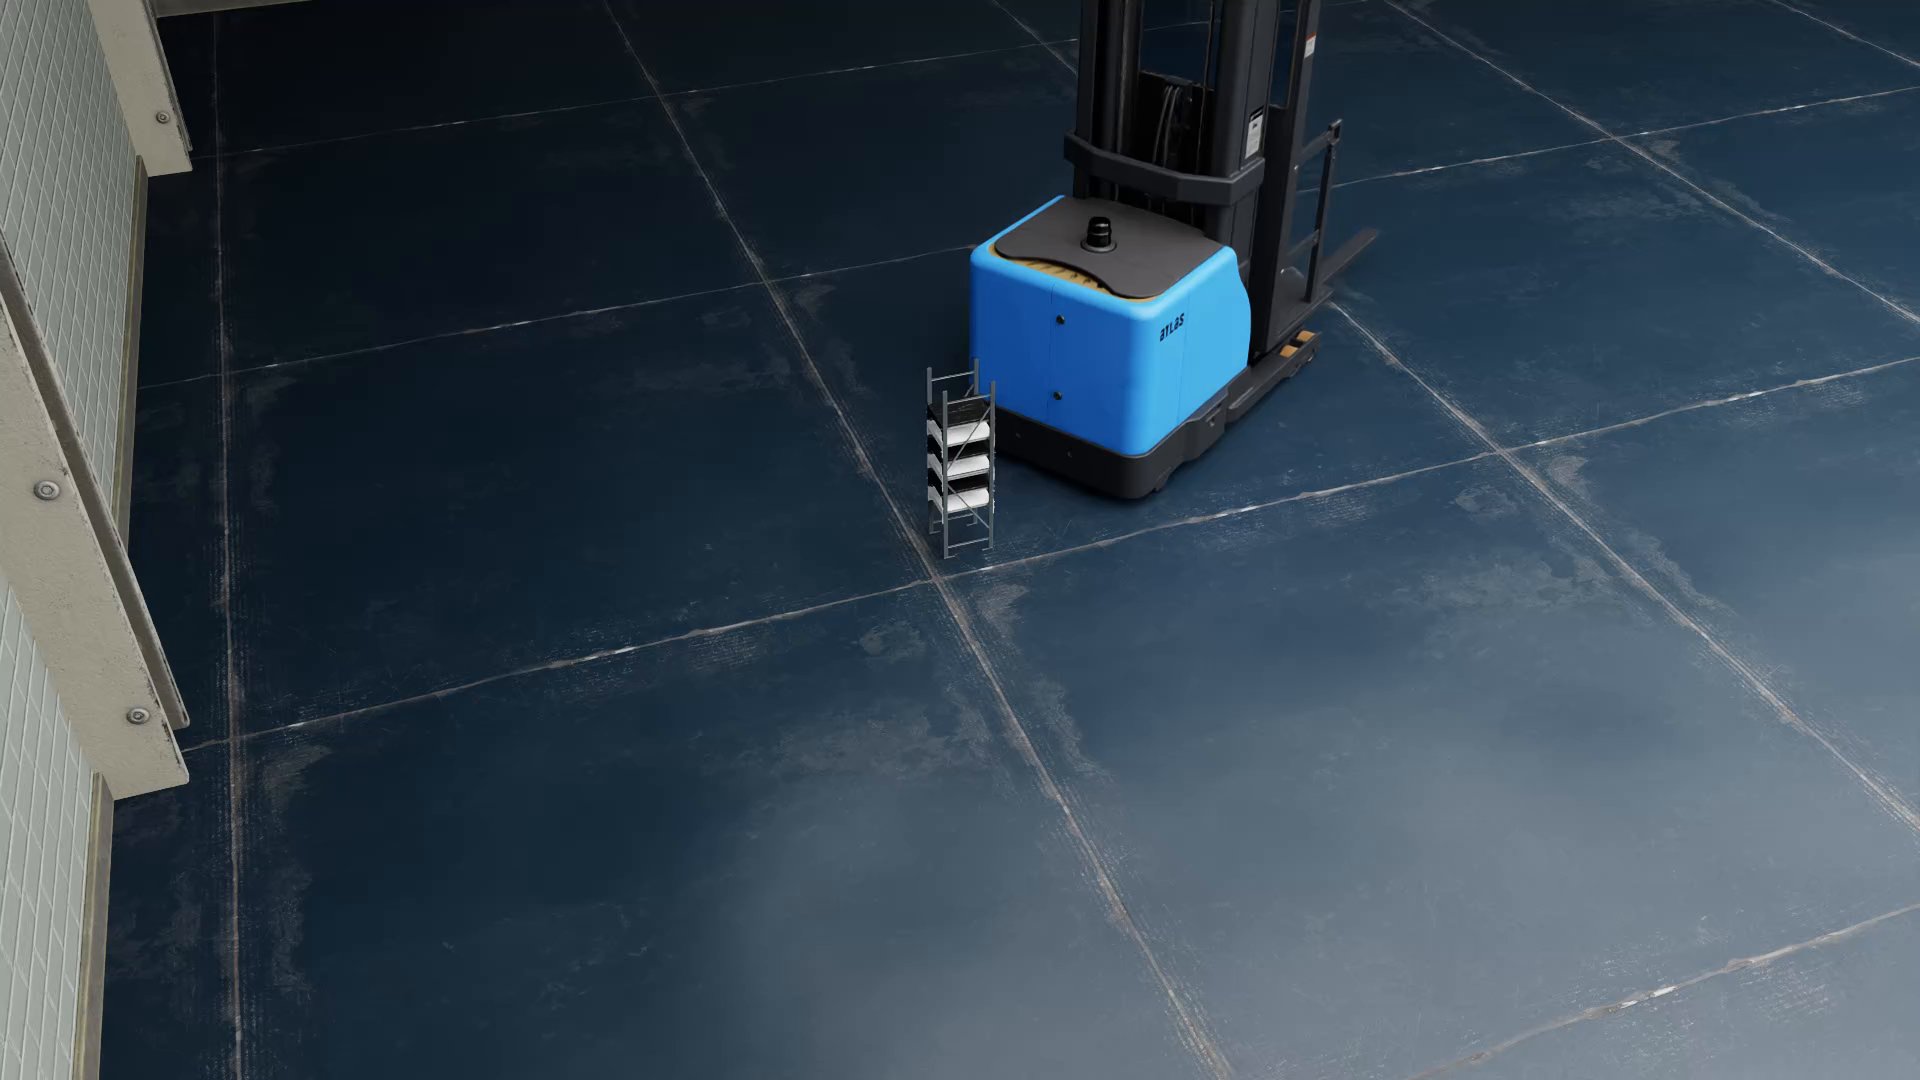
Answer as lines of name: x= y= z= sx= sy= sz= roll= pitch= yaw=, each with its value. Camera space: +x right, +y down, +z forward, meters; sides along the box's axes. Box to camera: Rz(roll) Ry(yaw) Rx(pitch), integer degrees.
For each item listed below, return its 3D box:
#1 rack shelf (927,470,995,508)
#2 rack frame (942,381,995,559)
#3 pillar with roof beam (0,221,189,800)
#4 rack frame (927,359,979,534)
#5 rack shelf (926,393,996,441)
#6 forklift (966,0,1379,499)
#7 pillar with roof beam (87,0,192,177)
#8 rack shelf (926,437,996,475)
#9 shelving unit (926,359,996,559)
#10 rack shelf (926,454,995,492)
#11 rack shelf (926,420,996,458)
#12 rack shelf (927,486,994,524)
rack shelf: x=0.003 y=-0.256 z=7.547 sx=0.258 sy=0.077 sz=0.200 roll=-12 pitch=39 yaw=-16
rack frame: x=0.038 y=-0.297 z=7.397 sx=0.240 sy=0.900 sz=0.006 roll=-12 pitch=39 yaw=-16
pillar with roof beam: x=0.818 y=-3.618 z=5.074 sx=9.100 sy=9.000 sz=0.400 roll=-12 pitch=39 yaw=-16
rack frame: x=-0.032 y=-0.412 z=7.549 sx=0.240 sy=0.900 sz=0.006 roll=-12 pitch=39 yaw=-16
rack shelf: x=0.003 y=-0.544 z=7.331 sx=0.258 sy=0.077 sz=0.200 roll=-12 pitch=39 yaw=-16
forklift: x=1.306 y=-2.203 z=8.238 sx=1.130 sy=2.935 sz=3.031 roll=24 pitch=43 yaw=28
pillar with roof beam: x=-1.247 y=-7.007 z=9.574 sx=9.100 sy=9.000 sz=0.400 roll=-12 pitch=39 yaw=-16
rack shelf: x=0.003 y=-0.400 z=7.439 sx=0.258 sy=0.077 sz=0.200 roll=-12 pitch=39 yaw=-16
shelving unit: x=0.003 y=-0.355 z=7.473 sx=0.258 sy=0.900 sz=0.210 roll=-12 pitch=39 yaw=-16
rack shelf: x=0.003 y=-0.328 z=7.493 sx=0.258 sy=0.077 sz=0.200 roll=-12 pitch=39 yaw=-16
rack shelf: x=0.003 y=-0.472 z=7.385 sx=0.258 sy=0.077 sz=0.200 roll=-12 pitch=39 yaw=-16
rack shelf: x=0.003 y=-0.184 z=7.602 sx=0.258 sy=0.077 sz=0.200 roll=-12 pitch=39 yaw=-16
